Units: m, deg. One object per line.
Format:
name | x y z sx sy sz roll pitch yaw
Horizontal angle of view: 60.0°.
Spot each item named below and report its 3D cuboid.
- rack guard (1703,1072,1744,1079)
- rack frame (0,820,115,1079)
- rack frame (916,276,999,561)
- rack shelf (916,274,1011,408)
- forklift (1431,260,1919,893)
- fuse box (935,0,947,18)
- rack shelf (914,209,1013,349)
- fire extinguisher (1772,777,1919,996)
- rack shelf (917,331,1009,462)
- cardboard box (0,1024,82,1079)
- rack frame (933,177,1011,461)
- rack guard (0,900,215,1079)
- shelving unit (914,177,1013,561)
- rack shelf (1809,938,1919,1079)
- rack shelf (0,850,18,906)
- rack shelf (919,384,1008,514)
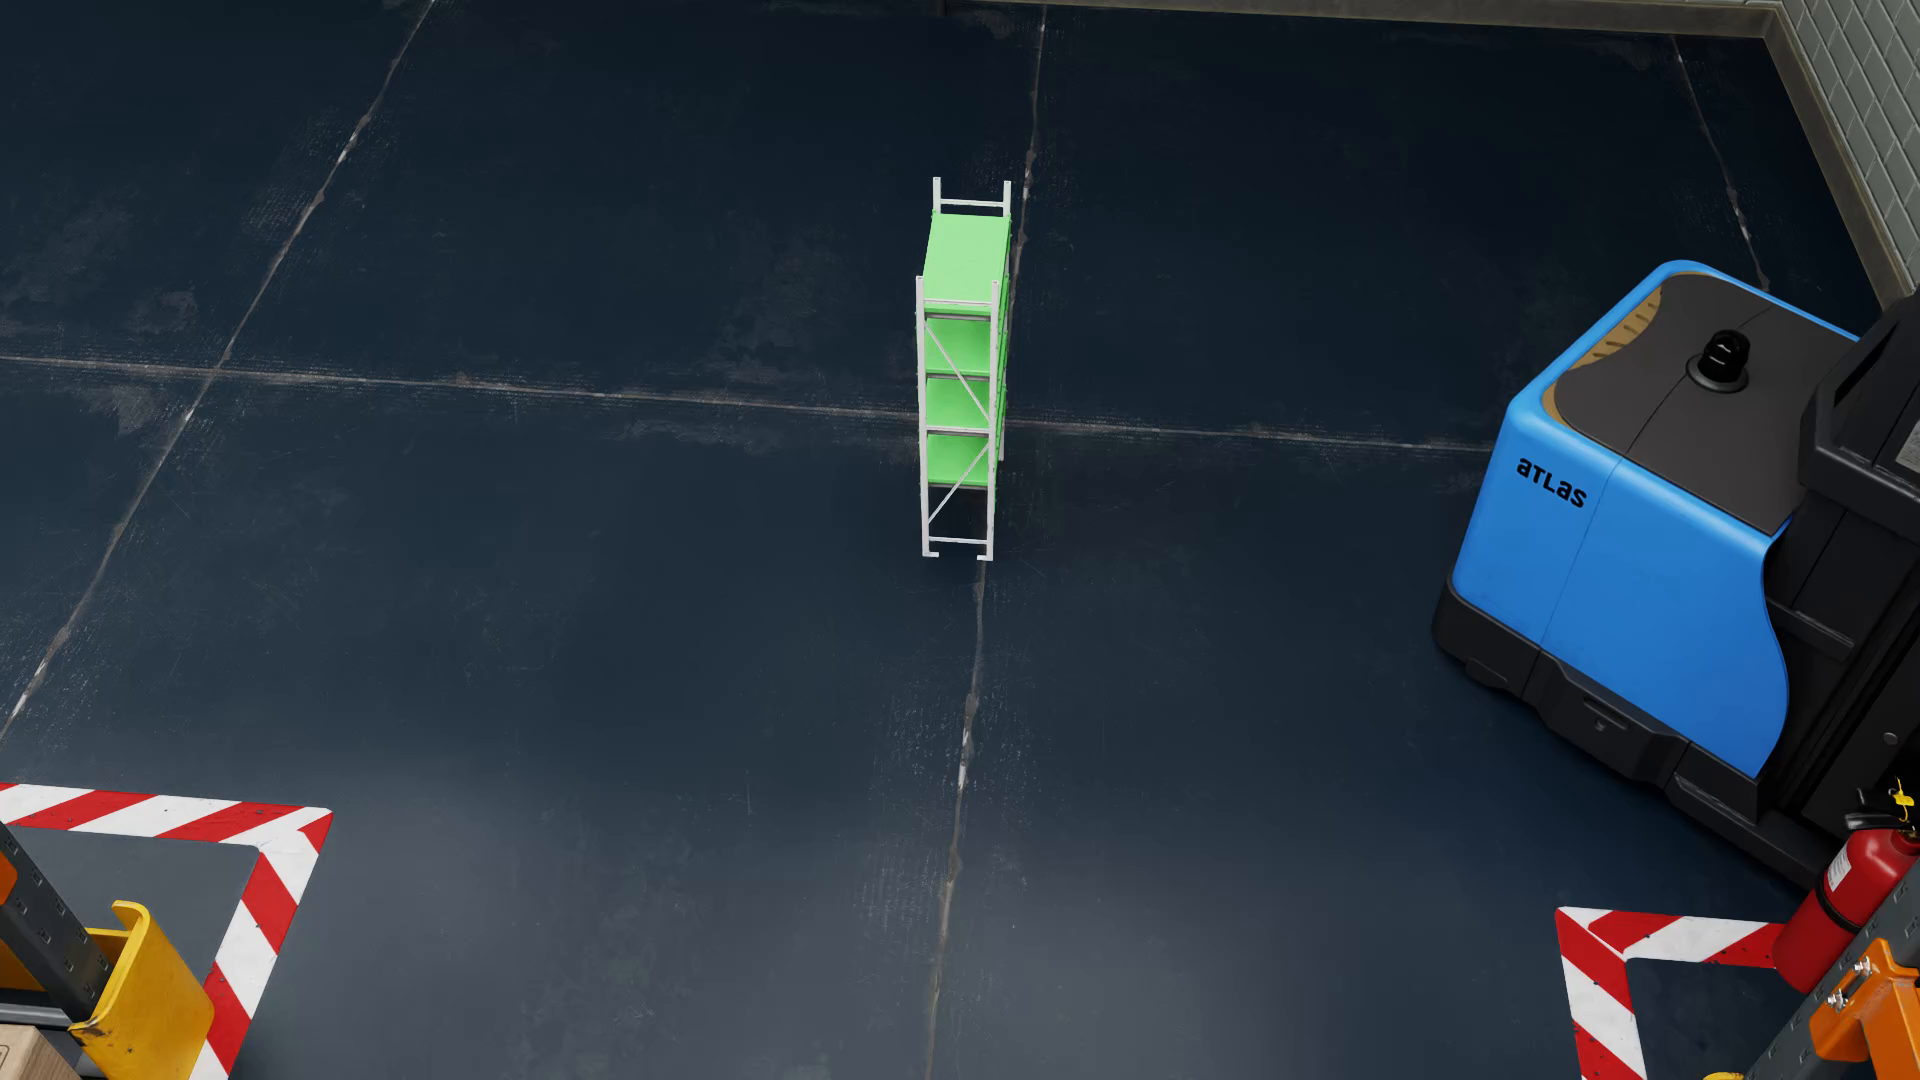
rack guard | 2.299 1.587 3.960 1.175 0.500 0.348 4 48 4
rack frame | -2.637 0.356 3.391 1.000 3.000 0.127 4 48 4
rack frame | -0.007 -0.347 5.255 0.240 1.200 0.015 4 48 4
rack shelf | 0.015 -0.645 5.289 0.258 0.148 0.480 4 48 4
forklift | 2.931 -0.137 3.889 3.031 2.935 1.130 36 57 28
fuse box | -0.068 -3.106 7.431 0.539 1.711 0.414 4 48 4
rack shelf | 0.015 -0.807 5.111 0.258 0.148 0.480 4 48 4
fire extinguisher | 1.859 0.700 3.382 0.296 0.674 0.183 4 48 4
rack shelf | 0.015 -0.483 5.466 0.258 0.148 0.480 4 48 4
cardboard box | -2.598 1.571 3.732 0.875 0.438 0.875 2 48 2
rack frame | 0.037 -0.706 5.583 0.240 1.200 0.015 4 48 4
rack guard | -2.635 1.182 4.330 1.175 0.500 0.348 4 48 4
shelving unit | 0.015 -0.527 5.419 0.258 1.200 0.503 4 48 4
rack shelf | 2.124 2.400 2.010 1.077 0.370 4.000 4 48 4
rack shelf | -2.820 2.069 2.313 1.077 0.370 4.000 4 48 4
rack shelf | 0.015 -0.321 5.643 0.258 0.148 0.480 4 48 4
